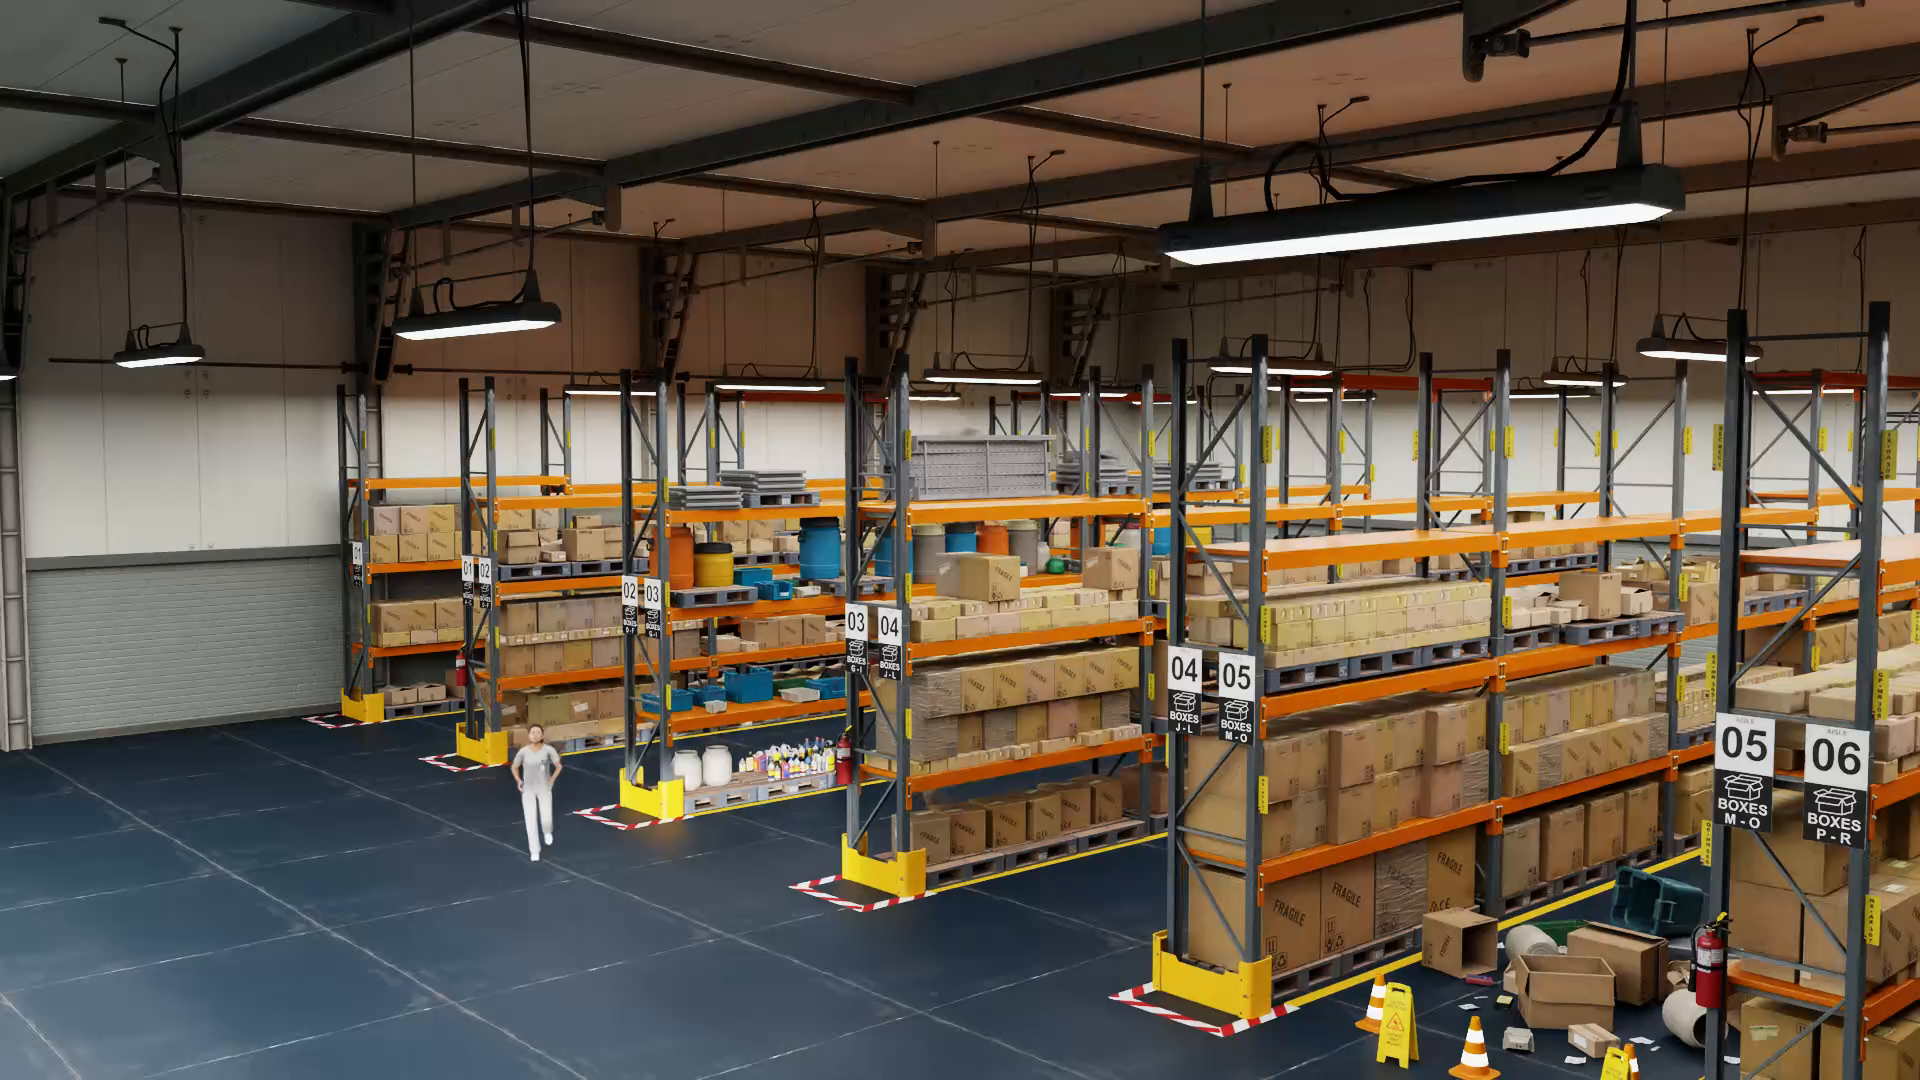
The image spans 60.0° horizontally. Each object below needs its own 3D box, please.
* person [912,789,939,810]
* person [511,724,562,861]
[{"bbox_3d":[-0.443,2.885,21.841,0.656,1.676,0.610,3,5,40],"label":"person"},{"bbox_3d":[-5.132,3.033,20.151,0.602,1.625,0.554,-1,4,-10],"label":"person"}]
